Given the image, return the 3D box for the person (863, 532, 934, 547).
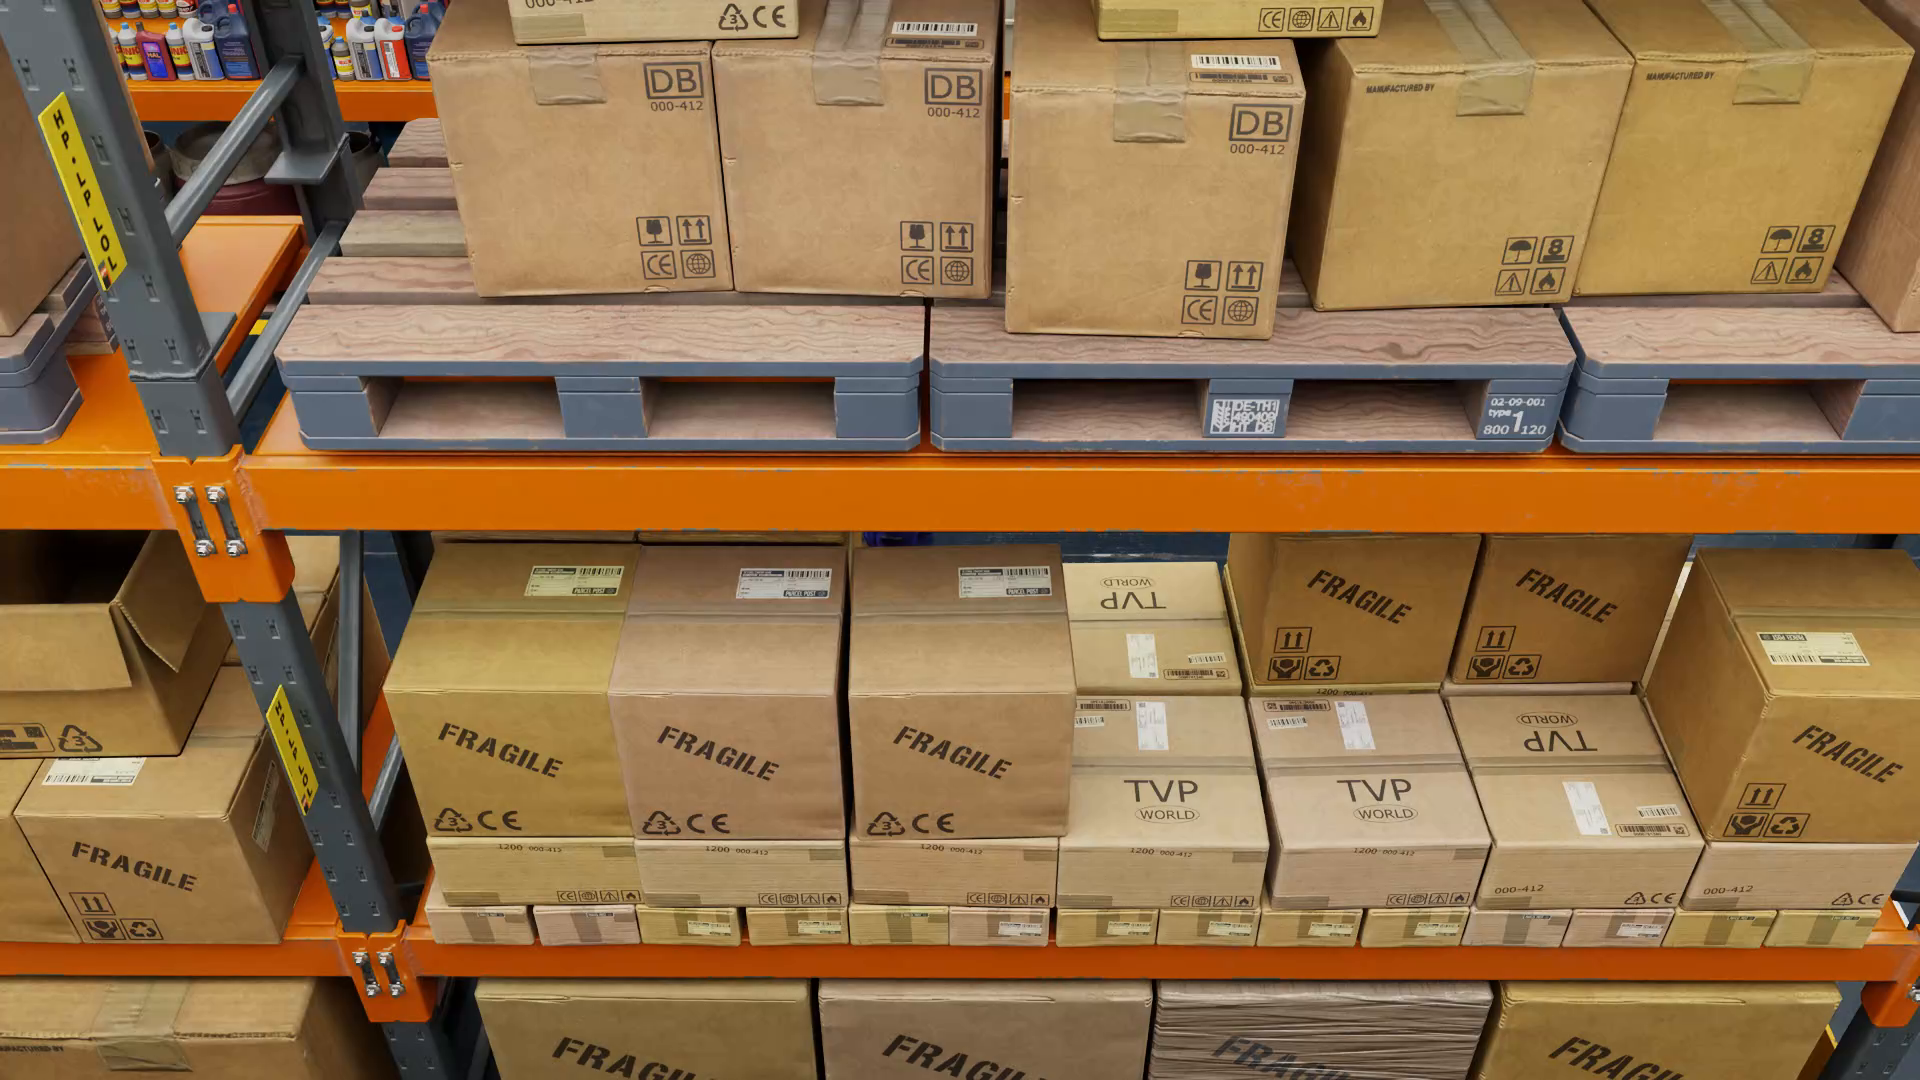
[{"bbox_3d":[-0.245,0.187,5.932,0.345,1.659,0.494,-1,40,-1],"label":"person"}]
